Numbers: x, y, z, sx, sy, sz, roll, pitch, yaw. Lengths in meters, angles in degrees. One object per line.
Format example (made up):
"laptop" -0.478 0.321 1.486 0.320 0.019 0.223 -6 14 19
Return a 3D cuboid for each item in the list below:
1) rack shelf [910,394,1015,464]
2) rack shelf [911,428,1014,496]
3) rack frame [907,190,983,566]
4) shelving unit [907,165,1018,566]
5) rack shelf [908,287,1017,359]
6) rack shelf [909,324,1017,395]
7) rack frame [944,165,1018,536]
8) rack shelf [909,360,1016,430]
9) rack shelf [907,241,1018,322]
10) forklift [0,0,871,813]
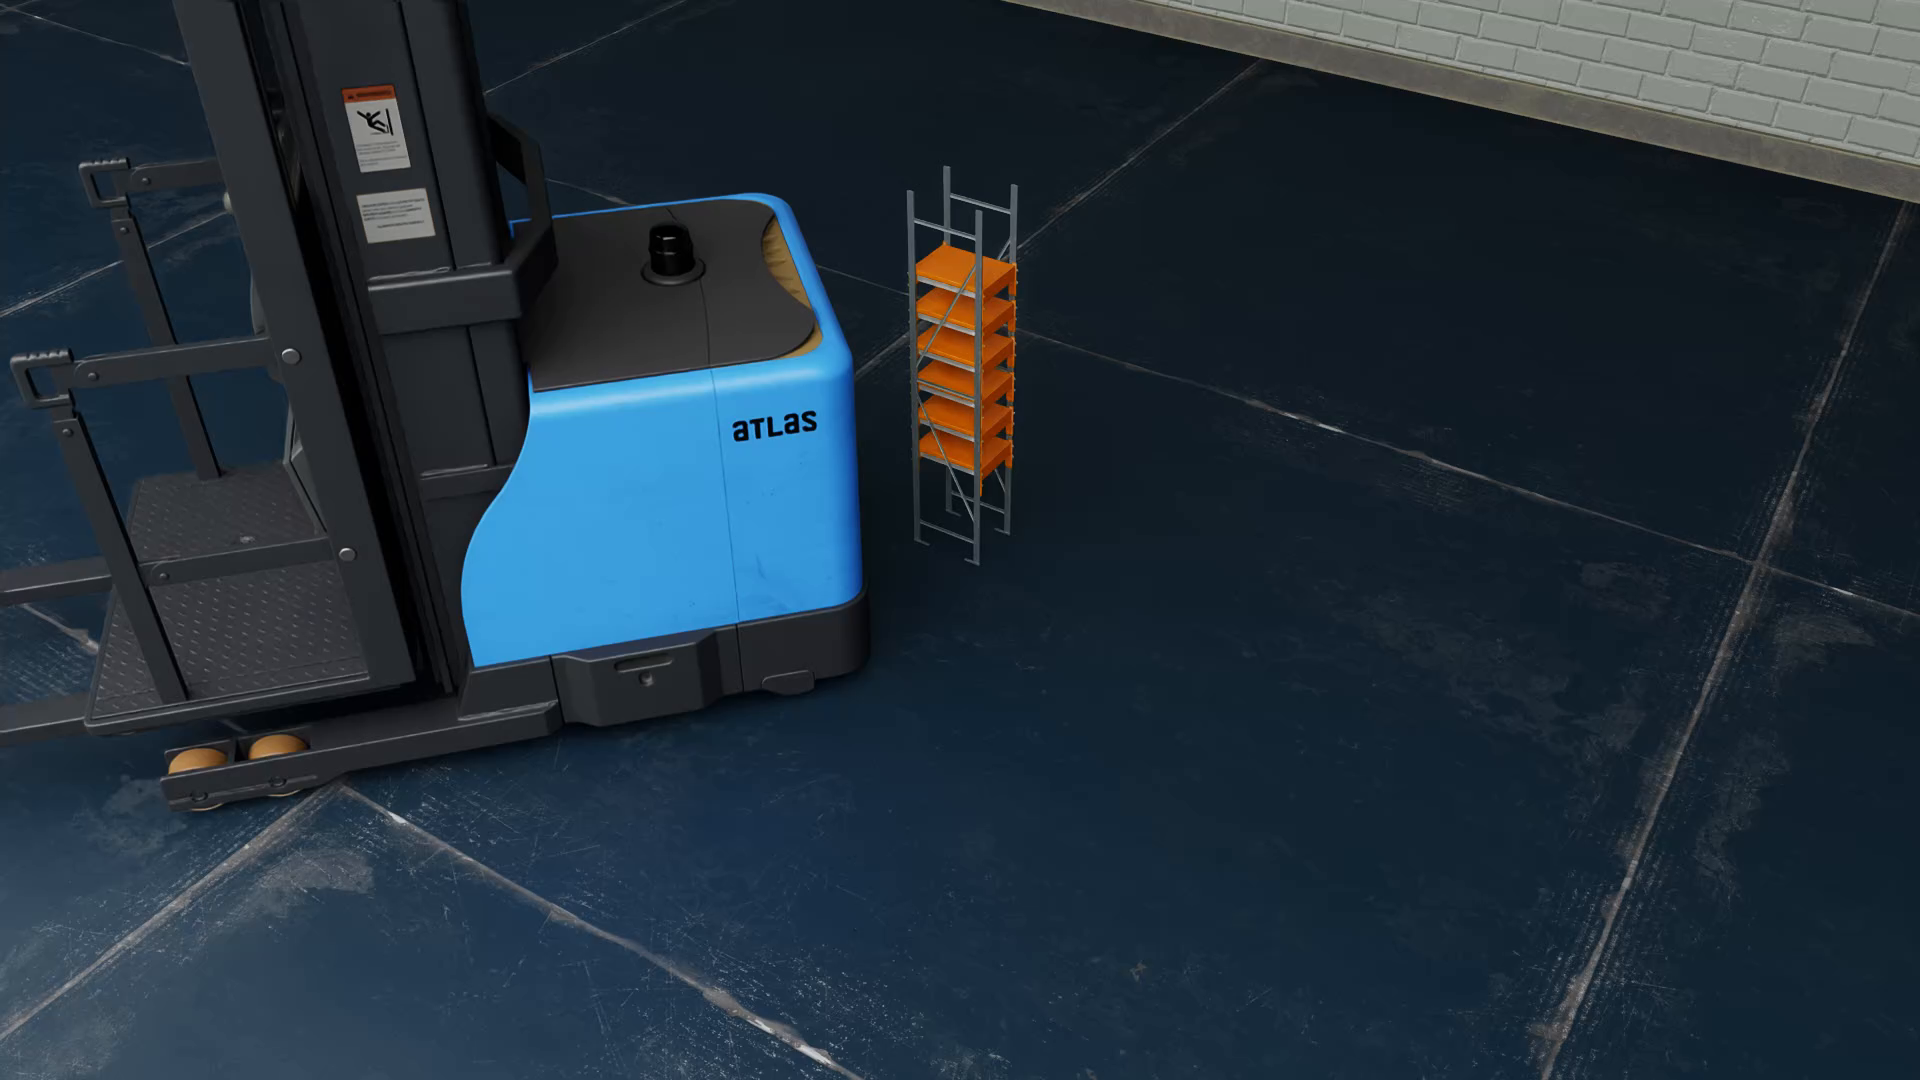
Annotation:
"rack shelf" 0.008 -0.352 4.994 0.258 0.103 0.180 21 42 25
"rack shelf" 0.008 -0.257 5.067 0.258 0.103 0.180 21 42 25
"rack frame" -0.041 -0.435 4.832 0.240 1.200 0.006 21 42 25
"shelving unit" 0.008 -0.483 4.893 0.258 1.200 0.189 21 42 25
"rack shelf" 0.008 -0.638 4.774 0.258 0.103 0.180 21 42 25
"rack shelf" 0.008 -0.542 4.847 0.258 0.103 0.180 21 42 25
"rack frame" 0.057 -0.530 4.955 0.240 1.200 0.006 21 42 25
"rack shelf" 0.008 -0.447 4.920 0.258 0.103 0.180 21 42 25
"rack shelf" 0.008 -0.733 4.701 0.258 0.103 0.180 21 42 25
"forklift" -1.828 -0.814 3.905 3.031 2.935 1.130 -9 39 -12
